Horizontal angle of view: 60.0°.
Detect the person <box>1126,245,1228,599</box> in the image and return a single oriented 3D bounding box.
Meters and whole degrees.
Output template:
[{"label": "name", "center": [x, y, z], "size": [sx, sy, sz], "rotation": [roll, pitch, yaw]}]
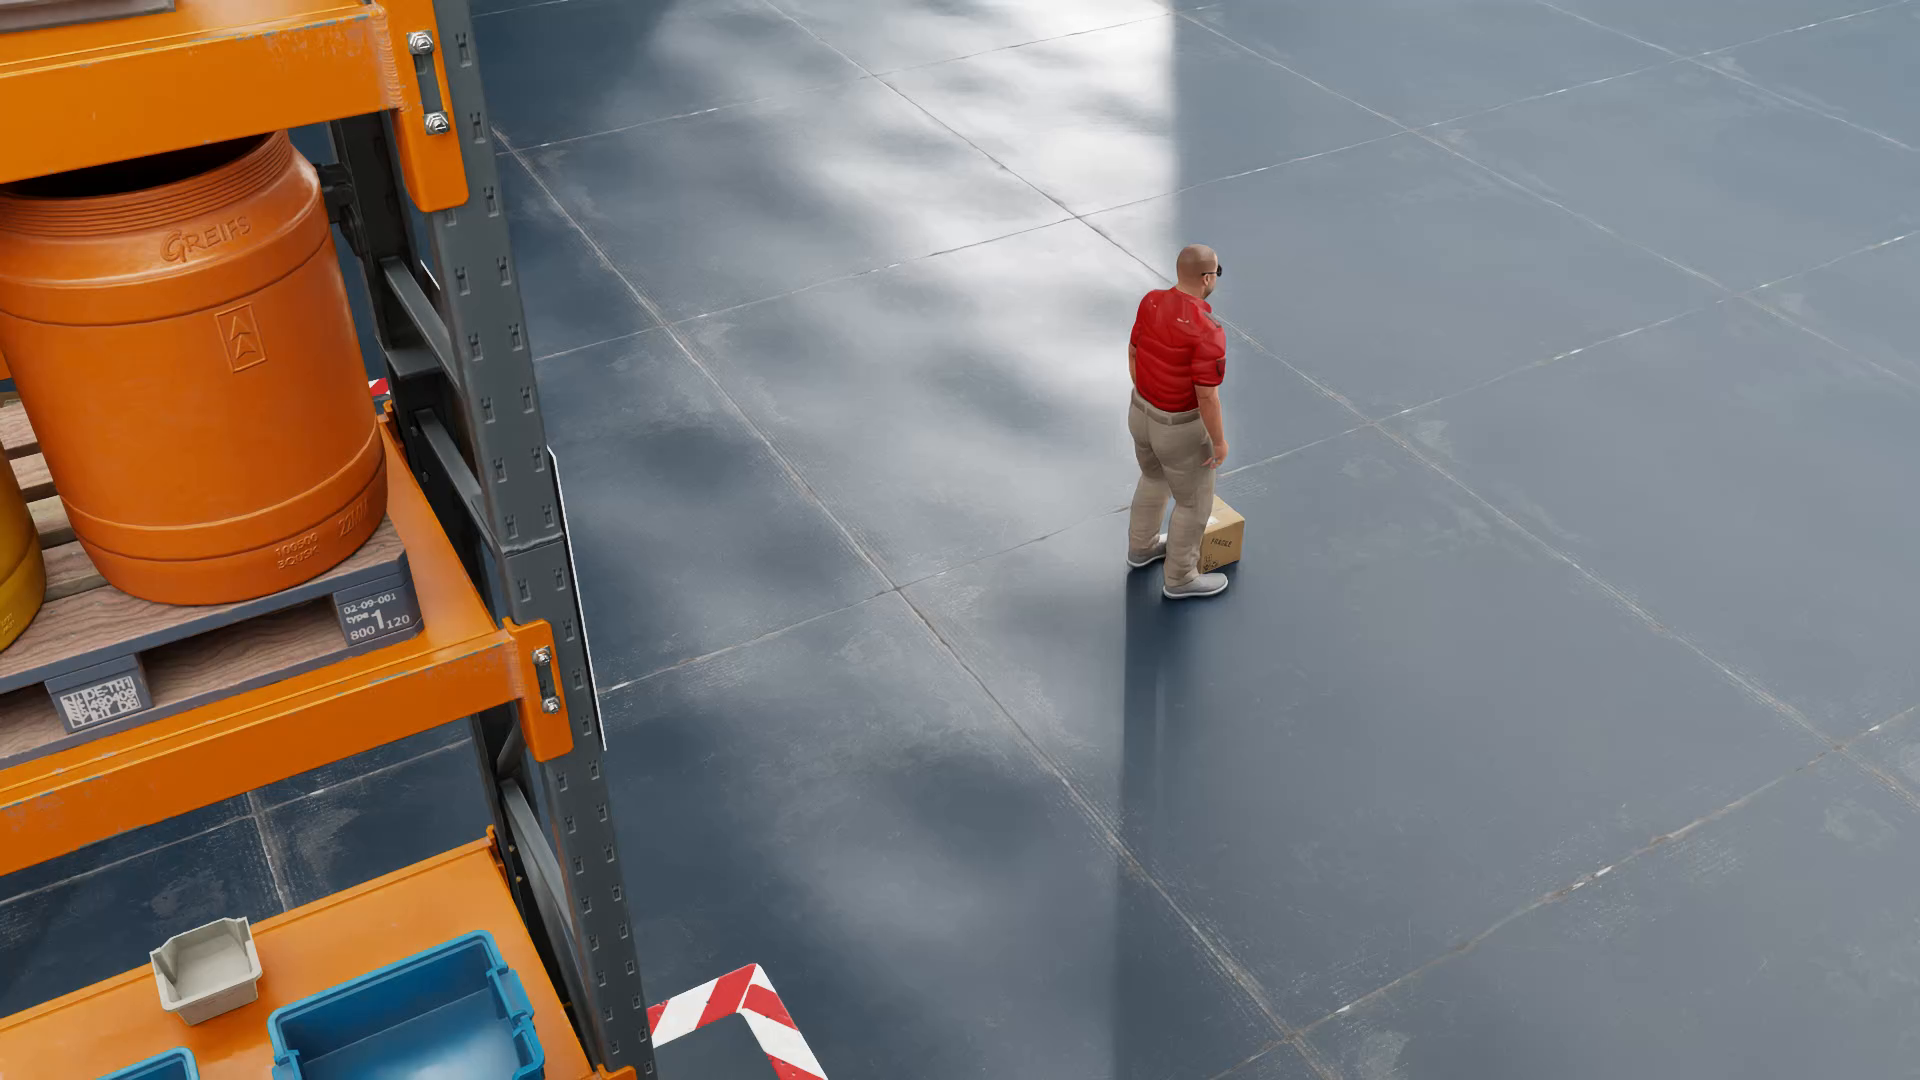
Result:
[{"label": "person", "center": [1.008, -0.545, 7.674], "size": [0.389, 1.726, 0.588], "rotation": [-19, 41, -24]}]
